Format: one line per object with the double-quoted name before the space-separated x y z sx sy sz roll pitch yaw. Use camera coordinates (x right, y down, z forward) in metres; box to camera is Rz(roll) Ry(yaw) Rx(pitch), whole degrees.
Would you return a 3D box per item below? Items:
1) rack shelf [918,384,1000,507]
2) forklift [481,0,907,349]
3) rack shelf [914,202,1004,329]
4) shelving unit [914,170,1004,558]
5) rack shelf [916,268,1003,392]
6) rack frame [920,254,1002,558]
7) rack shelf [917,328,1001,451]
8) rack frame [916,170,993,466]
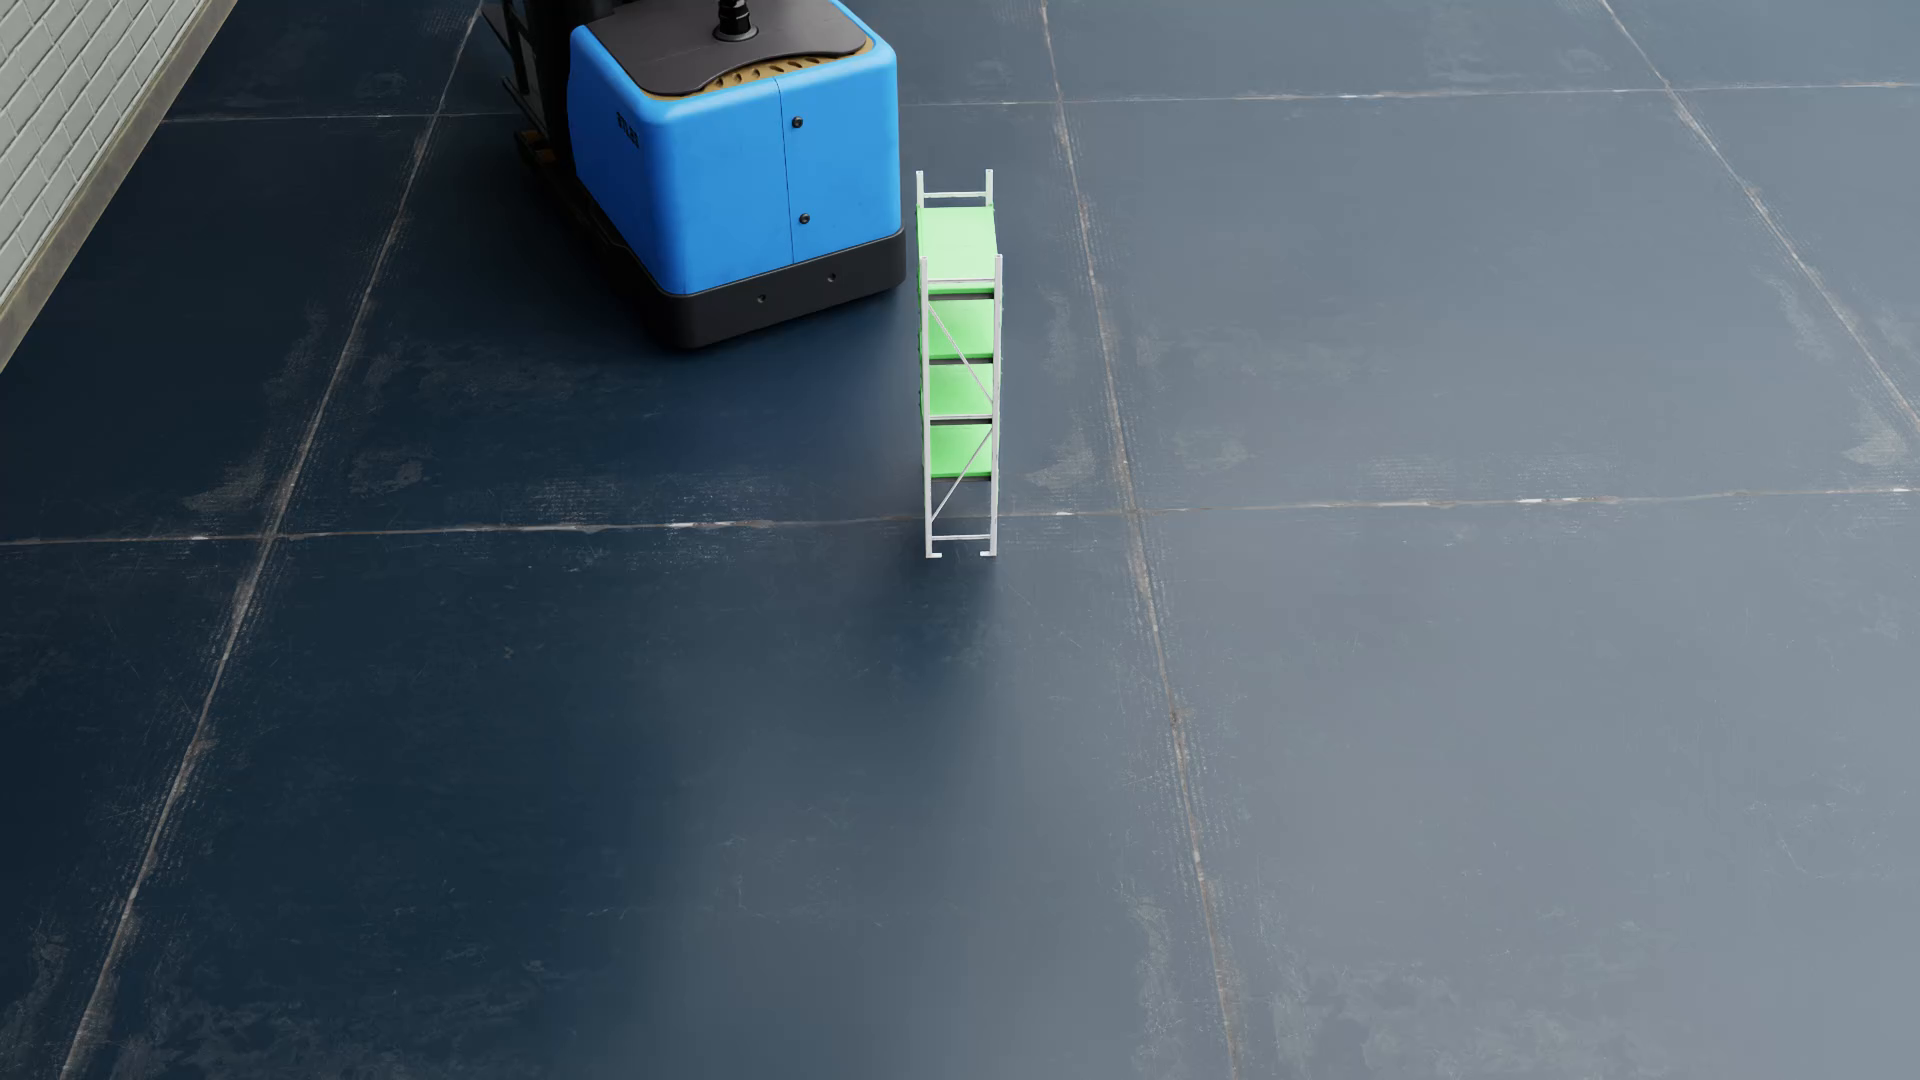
"rack shelf" -0.007 -0.330 5.672 0.258 0.148 0.480 -2 43 -2
"forklift" -1.374 -2.810 6.647 1.130 2.935 3.031 -21 46 -21
"rack shelf" -0.007 -0.861 5.185 0.258 0.148 0.480 -2 43 -2
"shelving unit" -0.007 -0.554 5.466 0.258 1.200 0.503 -2 43 -2
"rack shelf" -0.007 -0.684 5.347 0.258 0.148 0.480 -2 43 -2
"rack frame" 0.003 -0.389 5.287 0.240 1.200 0.015 -2 43 -2
"rack shelf" -0.007 -0.507 5.510 0.258 0.148 0.480 -2 43 -2
"rack frame" -0.017 -0.719 5.646 0.240 1.200 0.015 -2 43 -2
